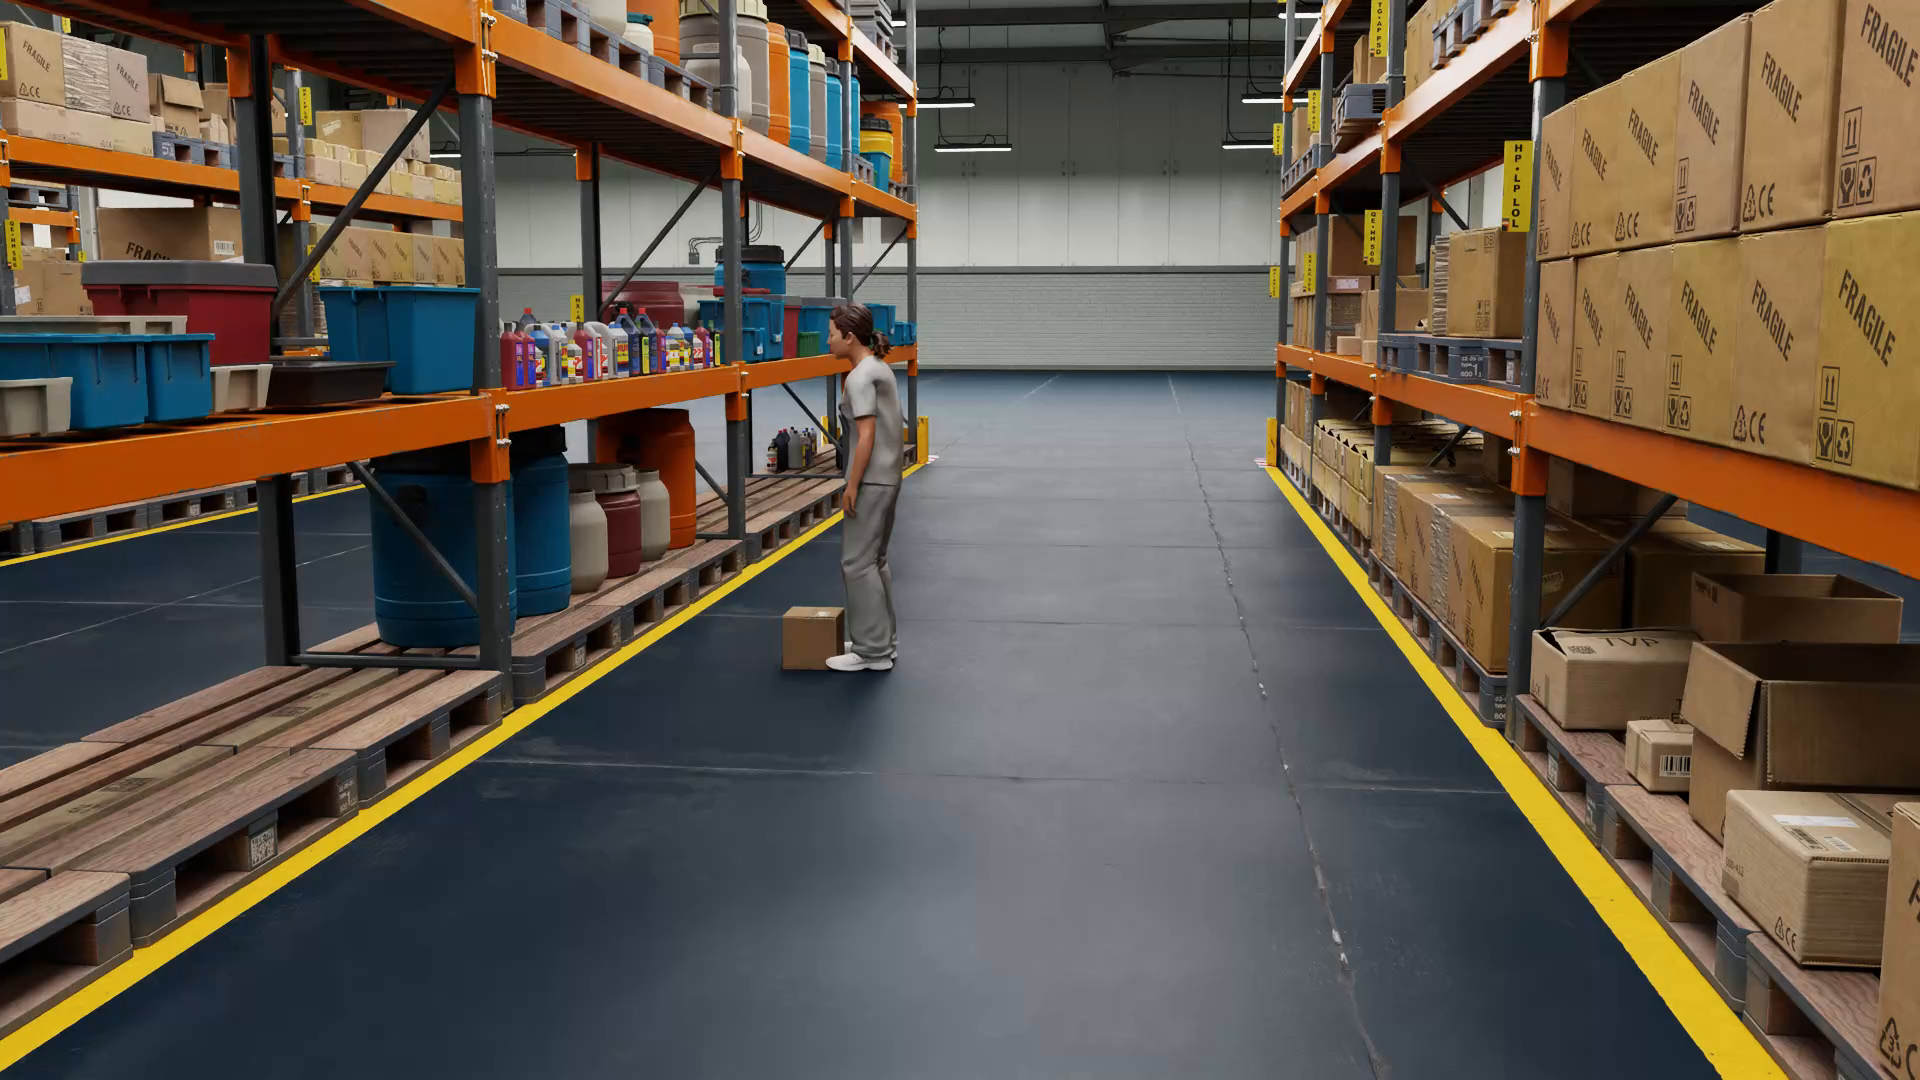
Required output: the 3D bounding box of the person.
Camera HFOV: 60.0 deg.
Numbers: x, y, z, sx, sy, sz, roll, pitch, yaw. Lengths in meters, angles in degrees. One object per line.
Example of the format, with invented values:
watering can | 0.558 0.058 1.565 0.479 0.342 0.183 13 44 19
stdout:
person | -0.434 -0.246 7.628 0.354 1.673 0.490 1 8 6
